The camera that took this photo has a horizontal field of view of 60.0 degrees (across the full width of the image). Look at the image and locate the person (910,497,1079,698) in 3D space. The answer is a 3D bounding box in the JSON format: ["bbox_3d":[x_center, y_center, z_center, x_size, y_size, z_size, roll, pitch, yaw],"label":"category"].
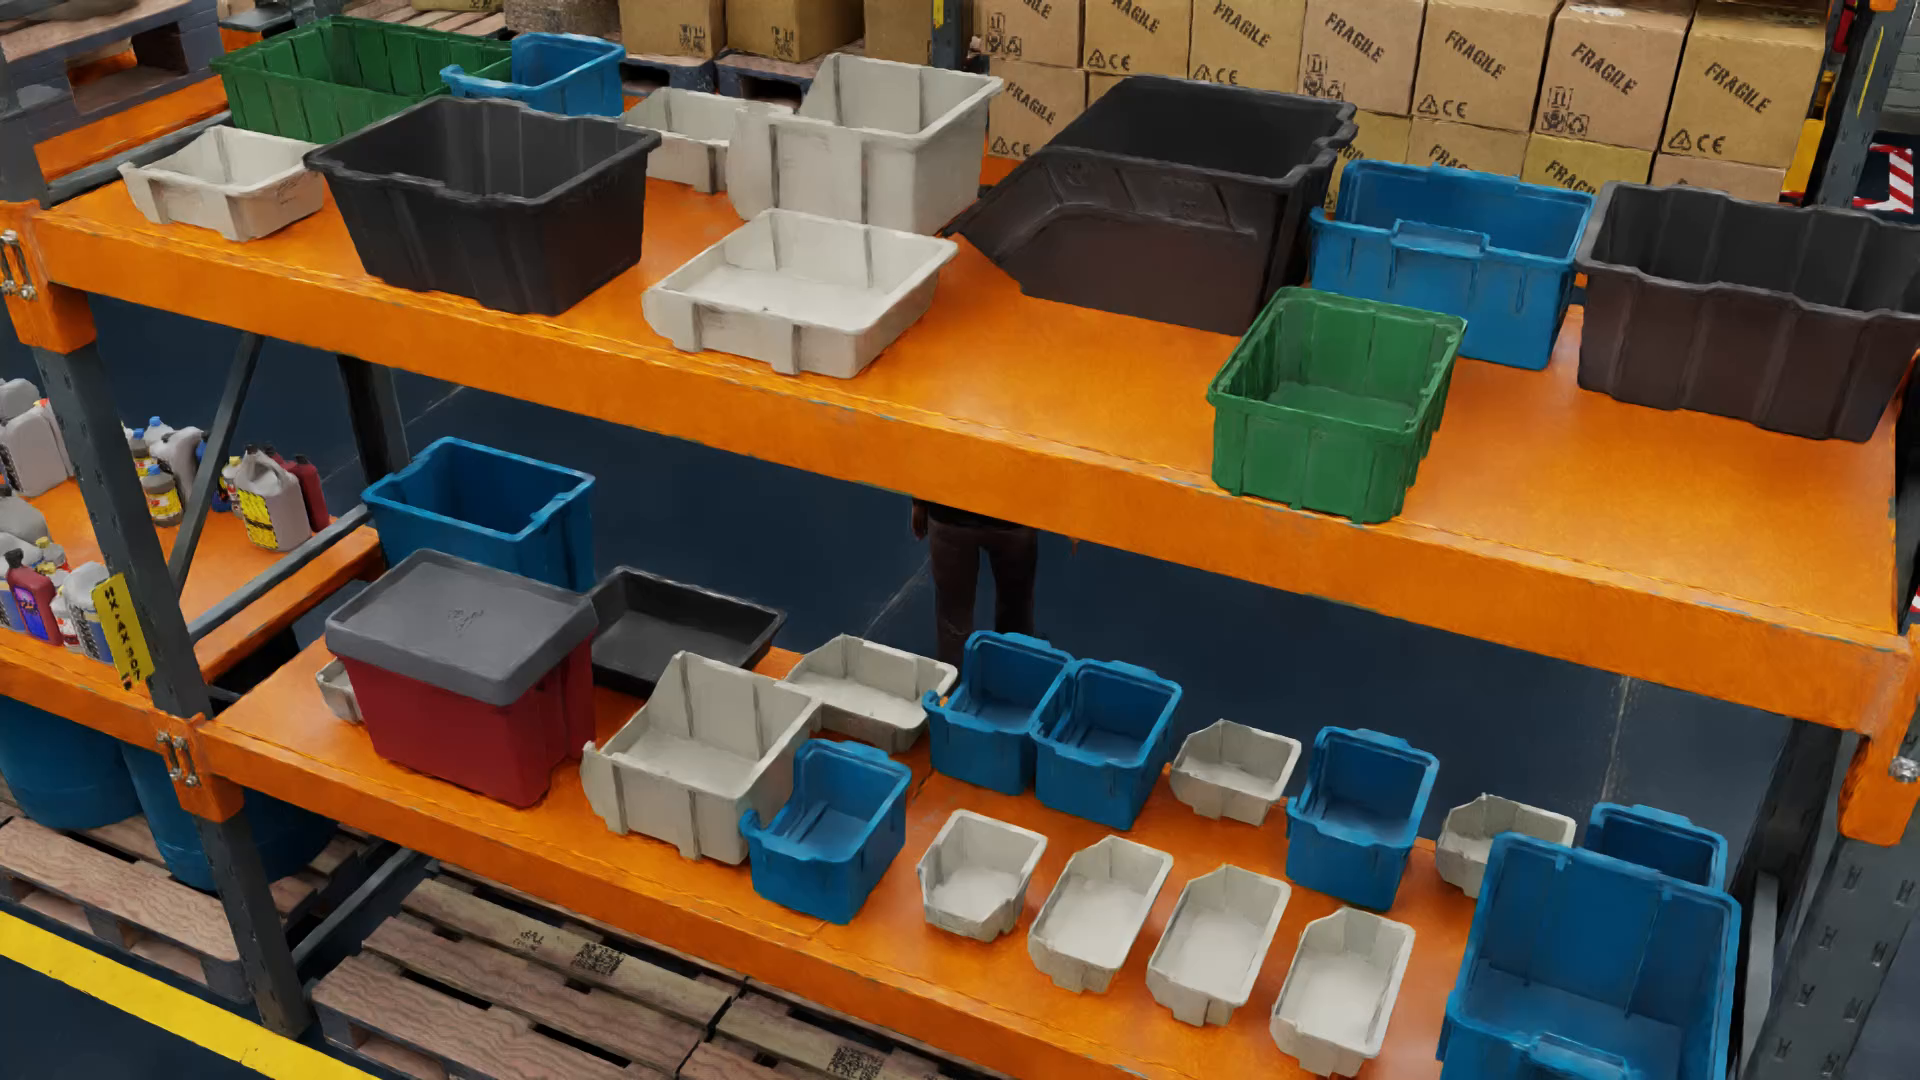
[{"bbox_3d":[0.130,-0.108,6.315,0.655,1.722,0.630,4,34,5],"label":"person"}]
